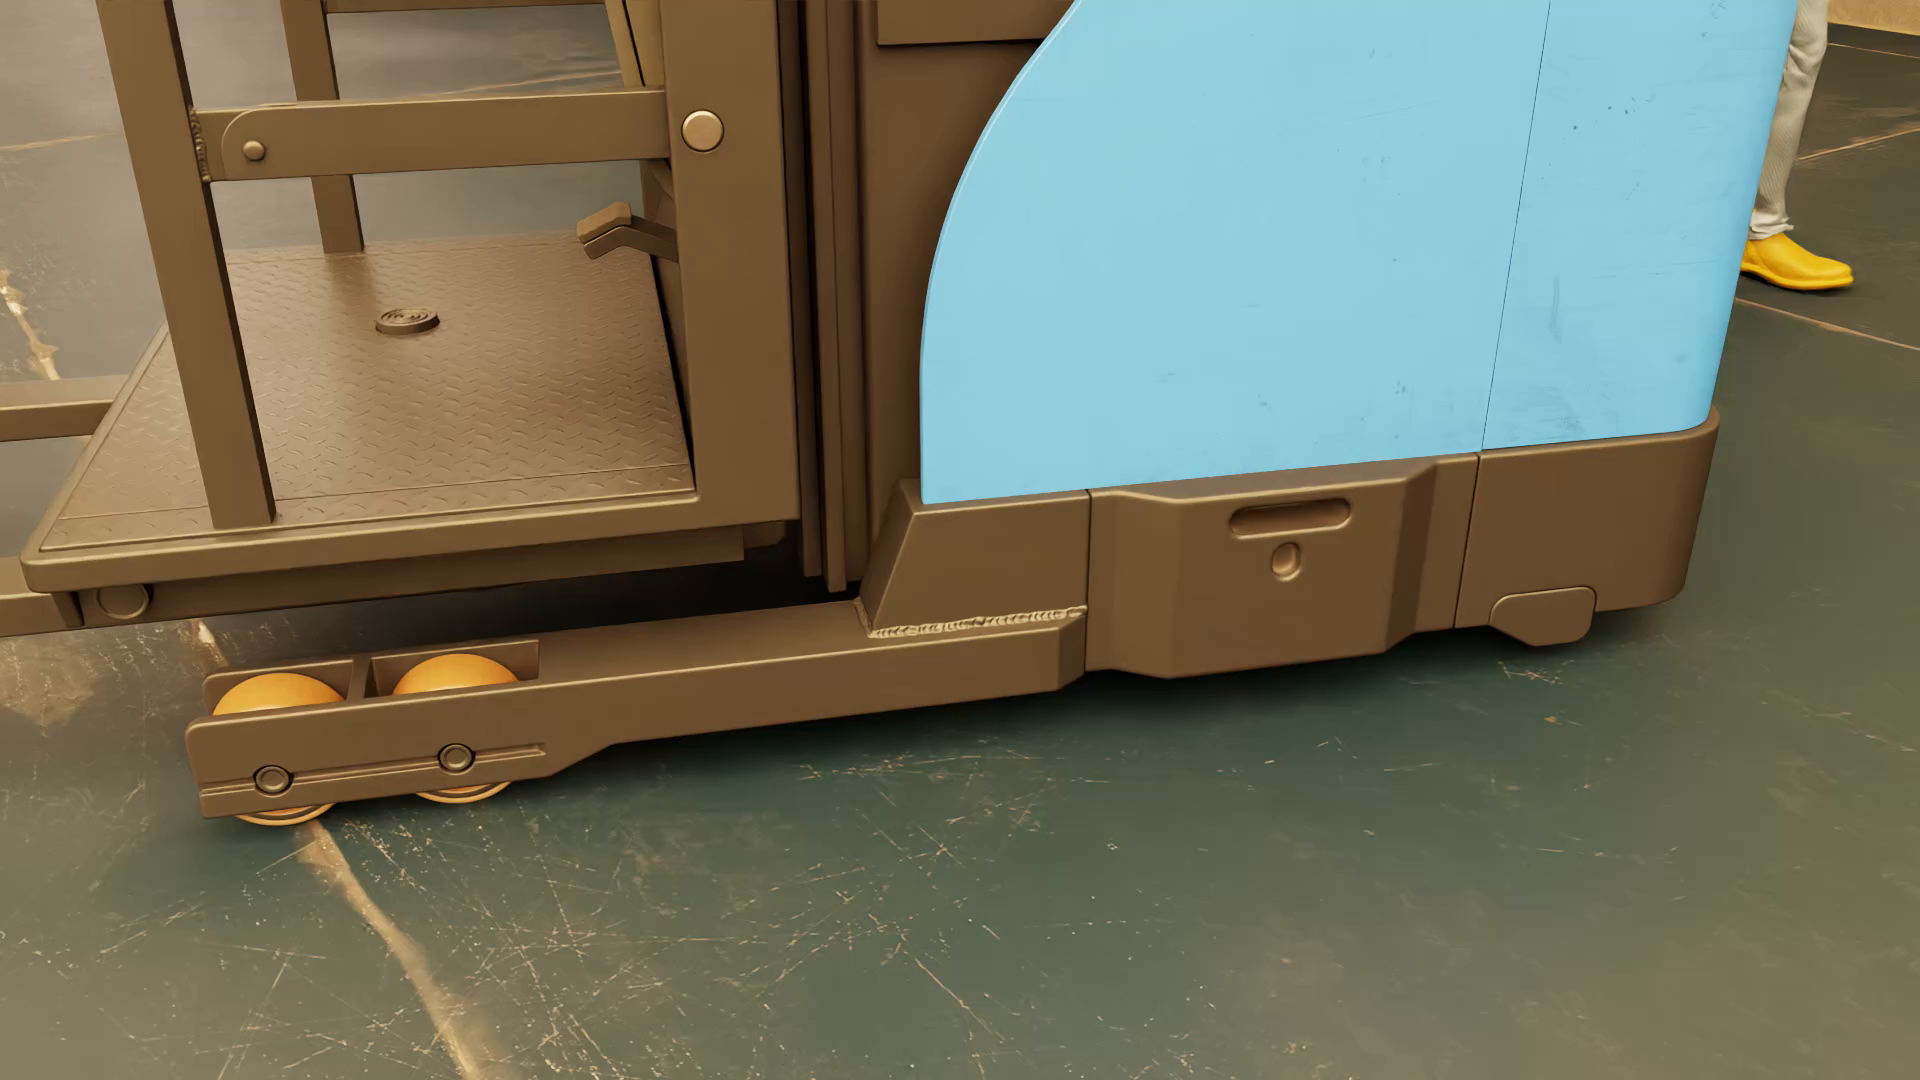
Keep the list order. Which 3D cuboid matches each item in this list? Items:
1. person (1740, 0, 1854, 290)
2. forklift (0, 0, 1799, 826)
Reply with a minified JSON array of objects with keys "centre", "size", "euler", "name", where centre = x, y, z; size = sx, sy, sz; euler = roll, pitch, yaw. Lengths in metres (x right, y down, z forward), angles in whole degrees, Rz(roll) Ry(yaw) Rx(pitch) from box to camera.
[{"centre":[1.504,-1.315,3.175],"size":[0.787,1.749,0.413],"euler":[-13,29,-24],"name":"person"},{"centre":[-0.596,-1.250,1.724],"size":[3.031,2.935,1.130],"euler":[-6,27,-11],"name":"forklift"}]
